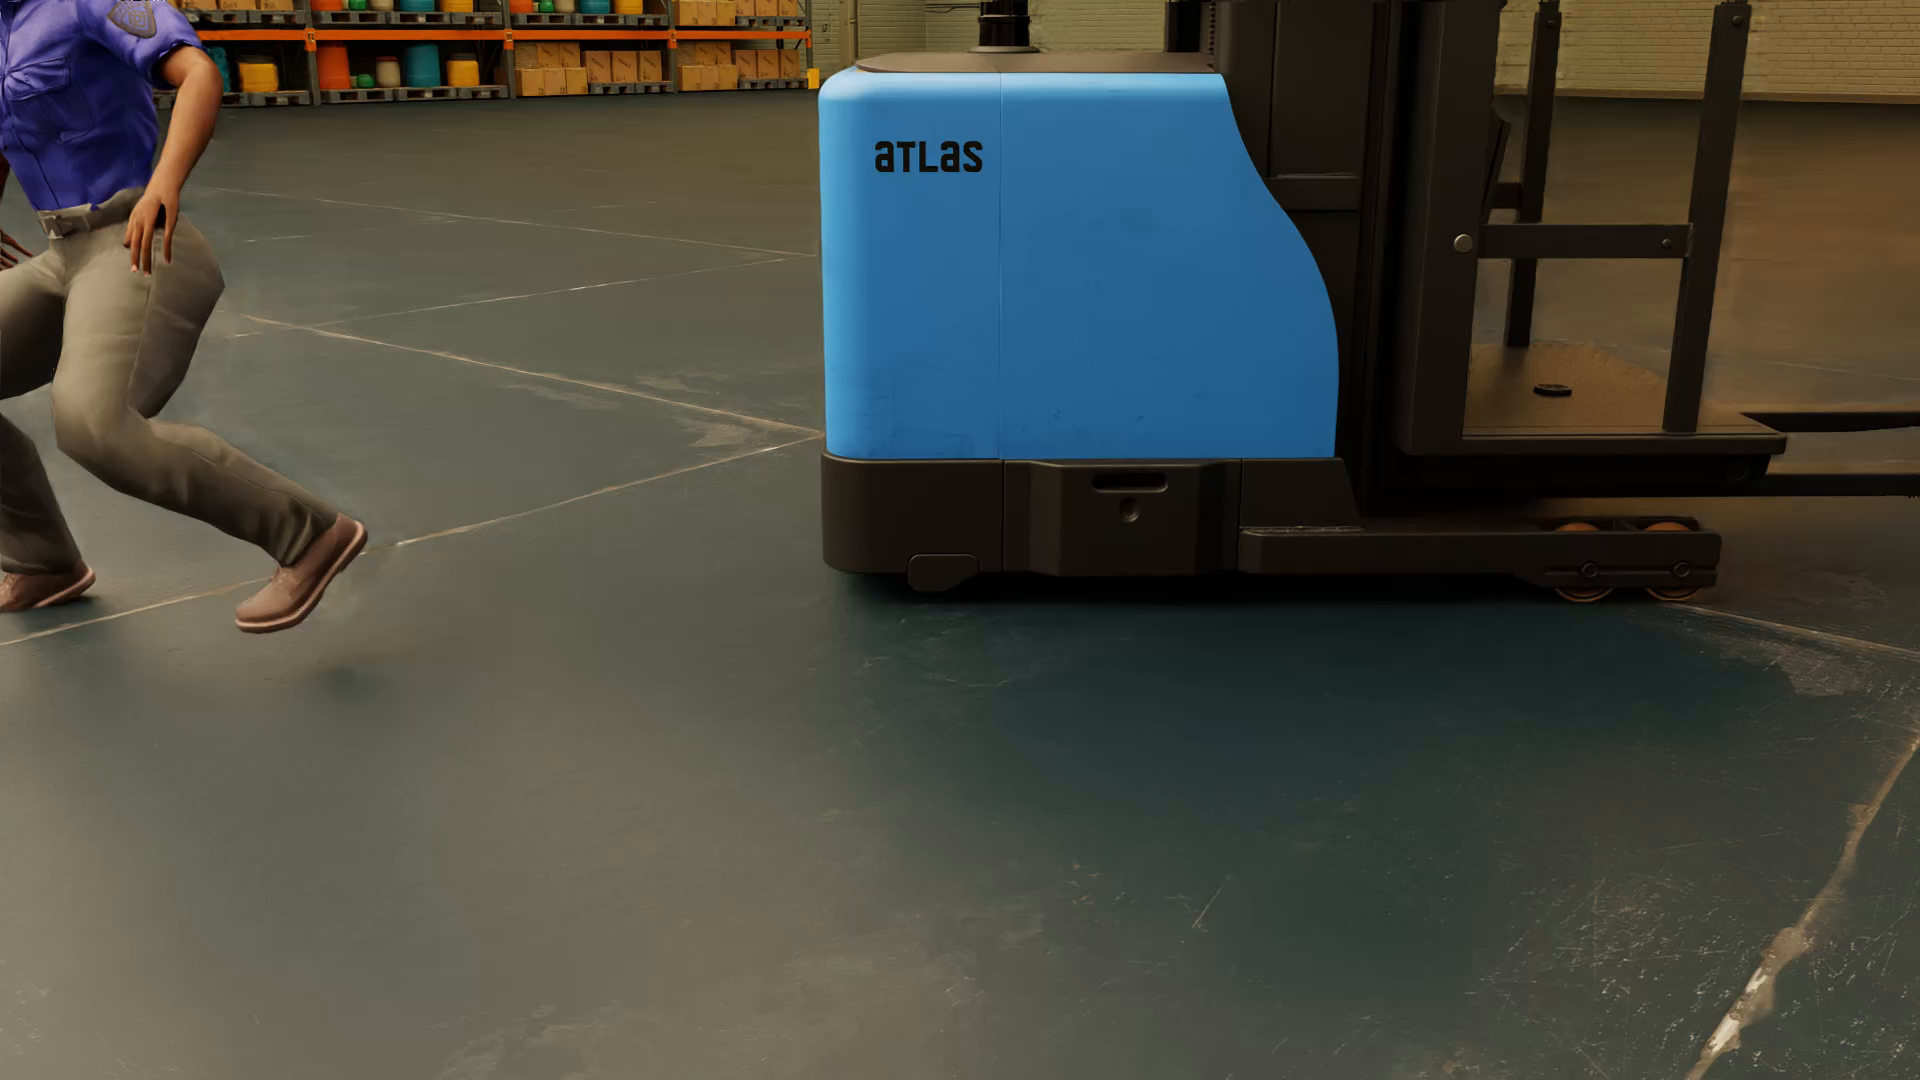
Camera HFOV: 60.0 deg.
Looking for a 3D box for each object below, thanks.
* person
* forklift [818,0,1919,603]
[{"bbox_3d":[-1.696,-0.524,3.196,1.079,1.555,0.480,13,21,36],"label":"person"},{"bbox_3d":[1.213,-1.425,3.589,3.031,2.935,1.130,0,17,-1],"label":"forklift"}]
